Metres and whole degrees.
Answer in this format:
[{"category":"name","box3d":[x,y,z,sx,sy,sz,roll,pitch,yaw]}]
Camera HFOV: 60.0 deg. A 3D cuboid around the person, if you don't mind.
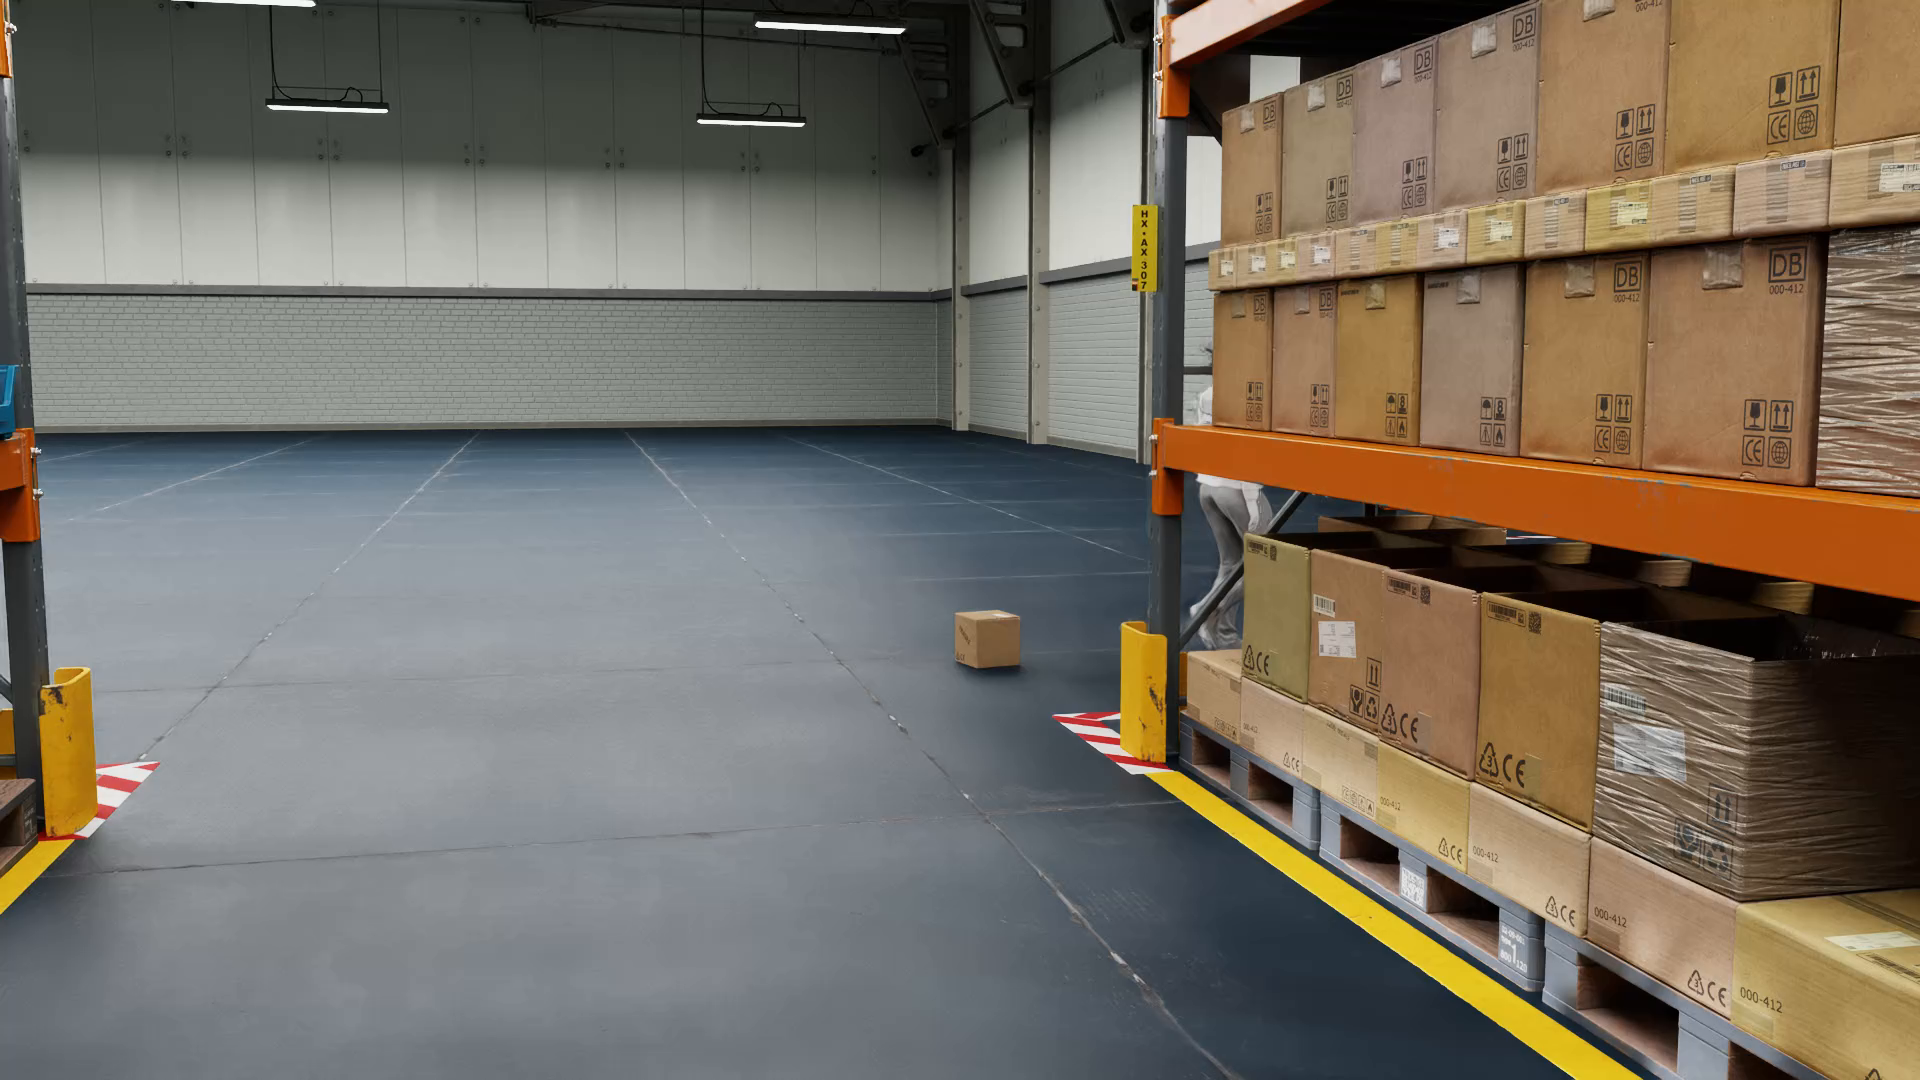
[{"category":"person","box3d":[1.351,-0.233,8.447,0.504,1.677,0.503,-3,7,-24]}]
